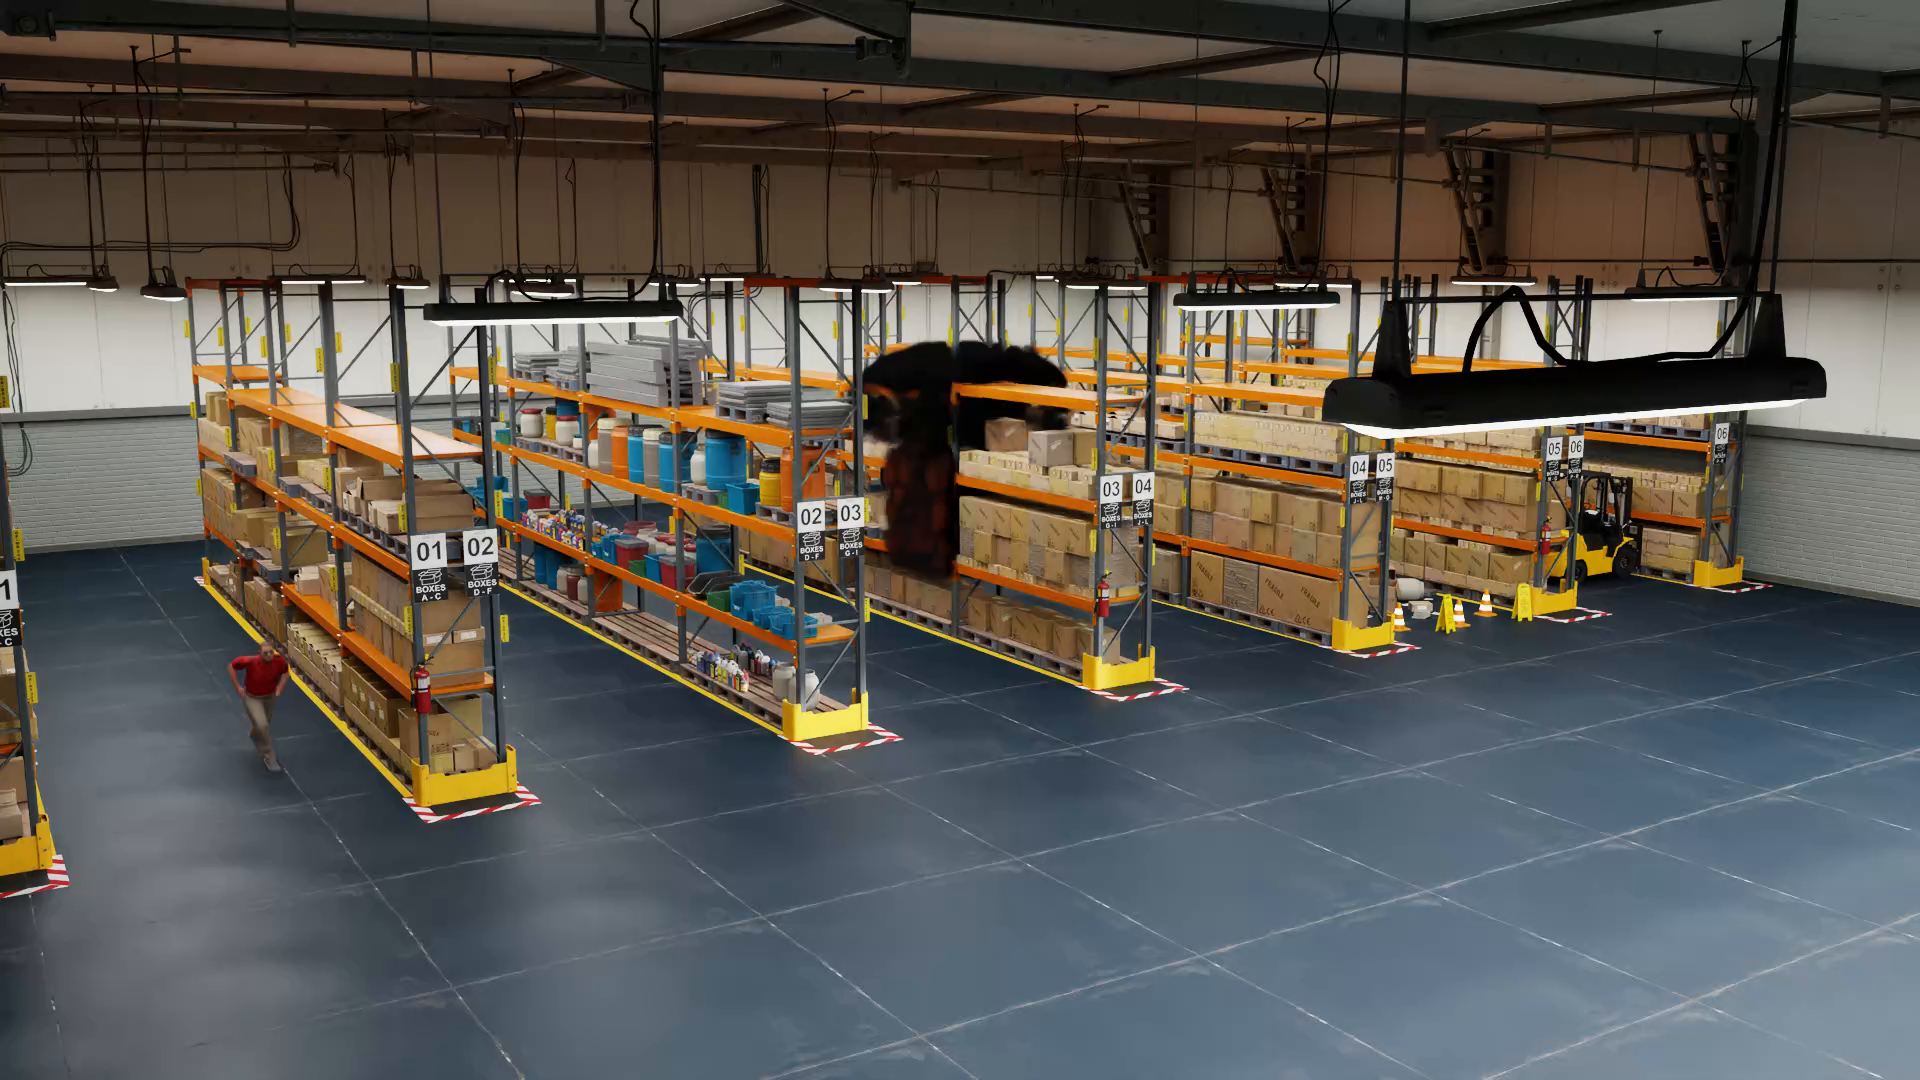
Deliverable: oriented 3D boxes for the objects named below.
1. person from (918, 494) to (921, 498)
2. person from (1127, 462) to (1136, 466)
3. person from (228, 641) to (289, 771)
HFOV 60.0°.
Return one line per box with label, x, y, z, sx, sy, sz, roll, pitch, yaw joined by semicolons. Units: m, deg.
person;-0.551;-0.379;34.225;0.765;1.685;0.696;-6;11;-31
person;3.813;-0.924;36.847;0.824;1.622;0.534;7;12;37
person;-8.885;2.050;21.072;0.705;1.693;1.016;-8;12;-38
